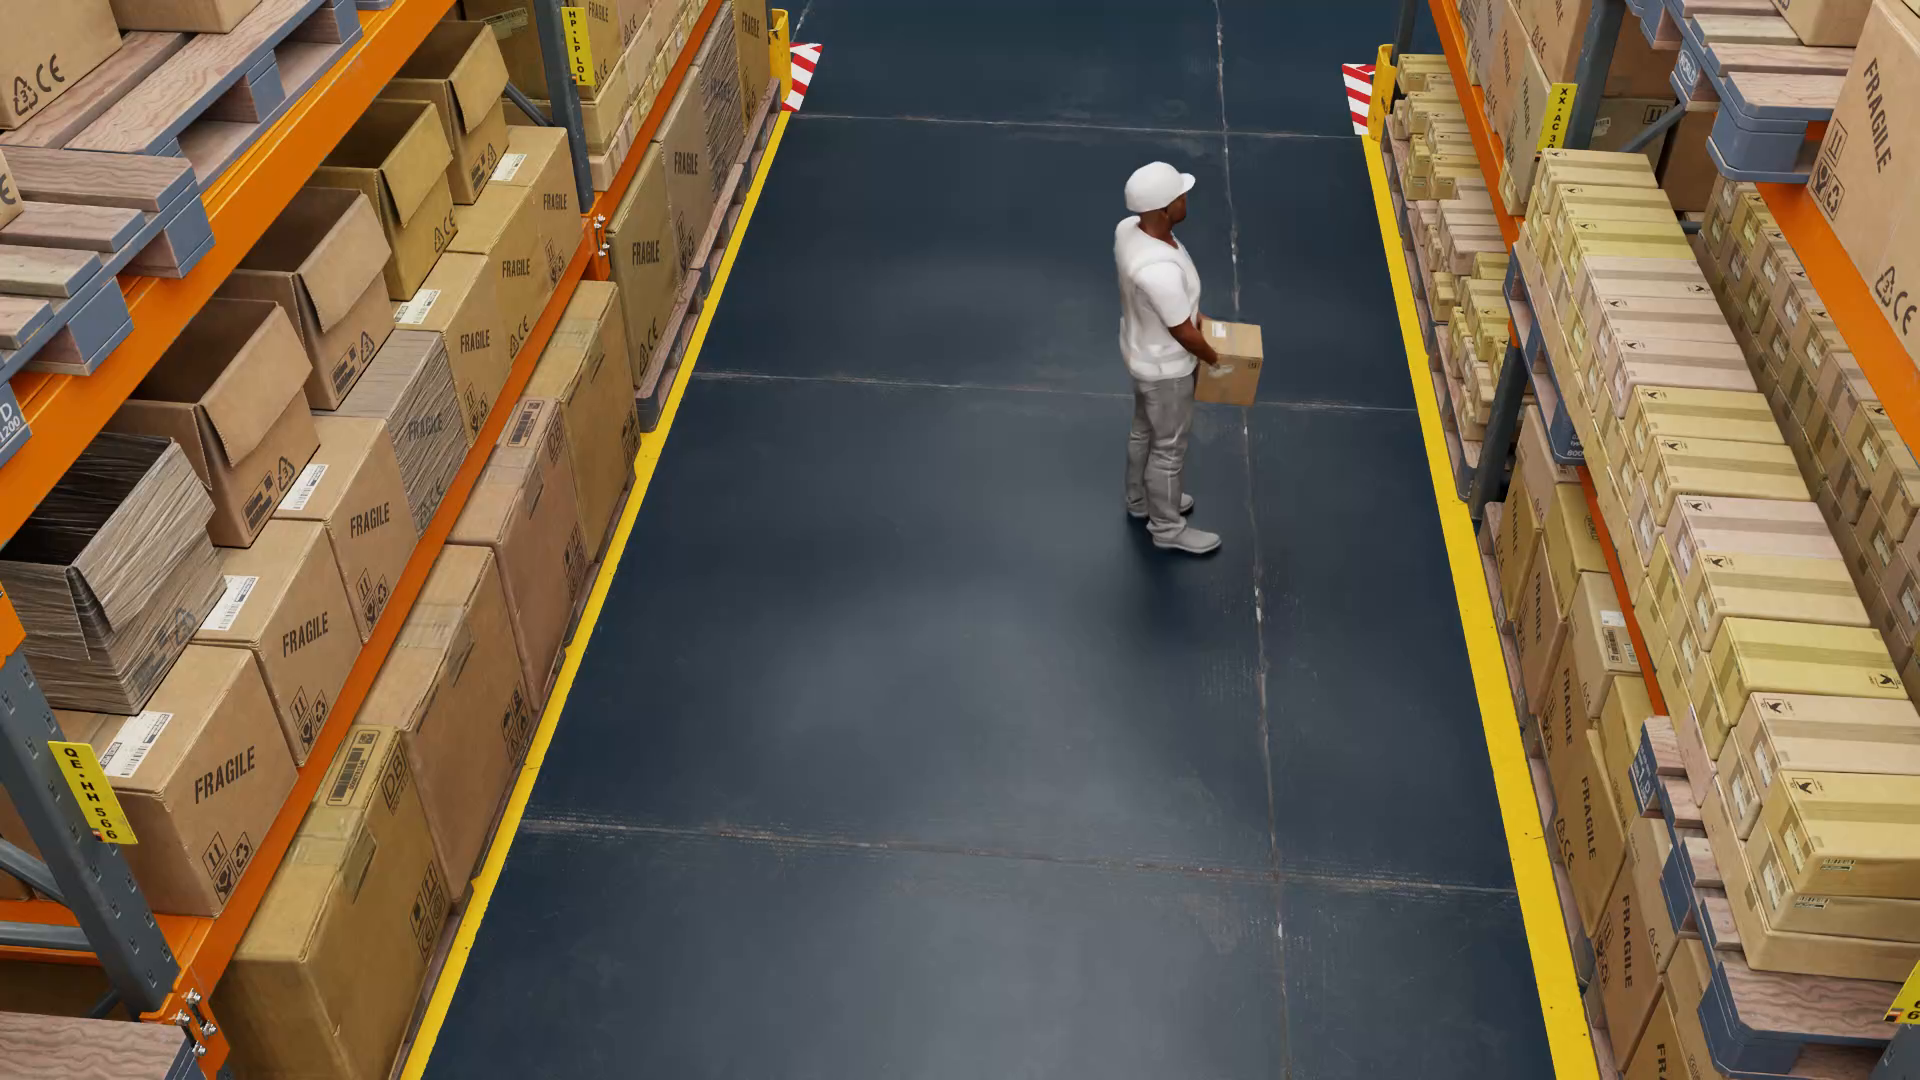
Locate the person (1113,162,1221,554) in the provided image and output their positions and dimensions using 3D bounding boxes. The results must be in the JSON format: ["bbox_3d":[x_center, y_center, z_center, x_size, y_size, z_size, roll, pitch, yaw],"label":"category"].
[{"bbox_3d":[0.902,-0.779,7.064,0.523,1.772,0.574,-5,40,-5],"label":"person"}]
